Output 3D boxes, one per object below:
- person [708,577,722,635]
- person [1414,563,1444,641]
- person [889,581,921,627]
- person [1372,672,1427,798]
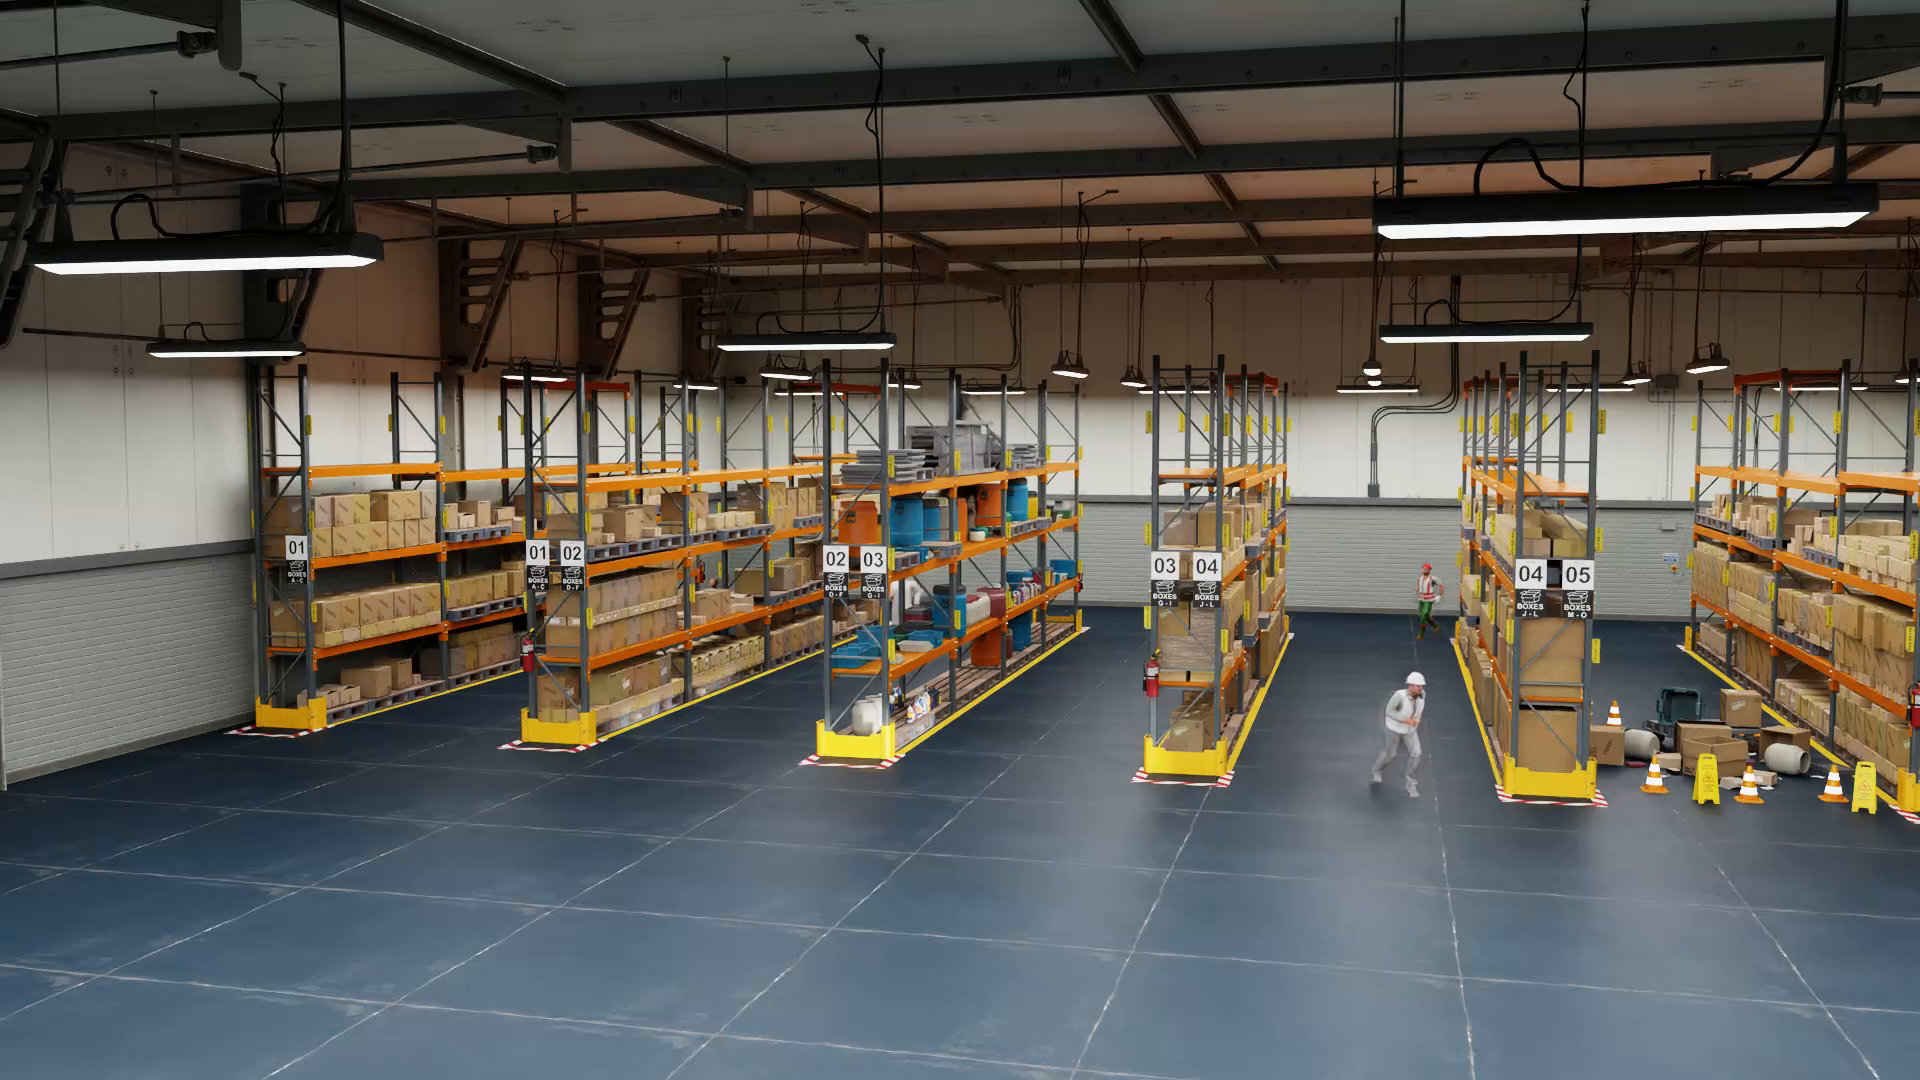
[{"bbox_3d":[-5.413,1.666,36.770,0.556,1.697,0.760,2,4,21],"label":"person"},{"bbox_3d":[10.952,1.435,38.975,0.907,1.783,0.694,-3,5,-33],"label":"person"},{"bbox_3d":[-1.190,1.502,33.512,0.707,1.842,0.941,1,4,13],"label":"person"},{"bbox_3d":[6.008,2.620,22.708,0.701,1.733,1.043,-2,4,-23],"label":"person"}]
